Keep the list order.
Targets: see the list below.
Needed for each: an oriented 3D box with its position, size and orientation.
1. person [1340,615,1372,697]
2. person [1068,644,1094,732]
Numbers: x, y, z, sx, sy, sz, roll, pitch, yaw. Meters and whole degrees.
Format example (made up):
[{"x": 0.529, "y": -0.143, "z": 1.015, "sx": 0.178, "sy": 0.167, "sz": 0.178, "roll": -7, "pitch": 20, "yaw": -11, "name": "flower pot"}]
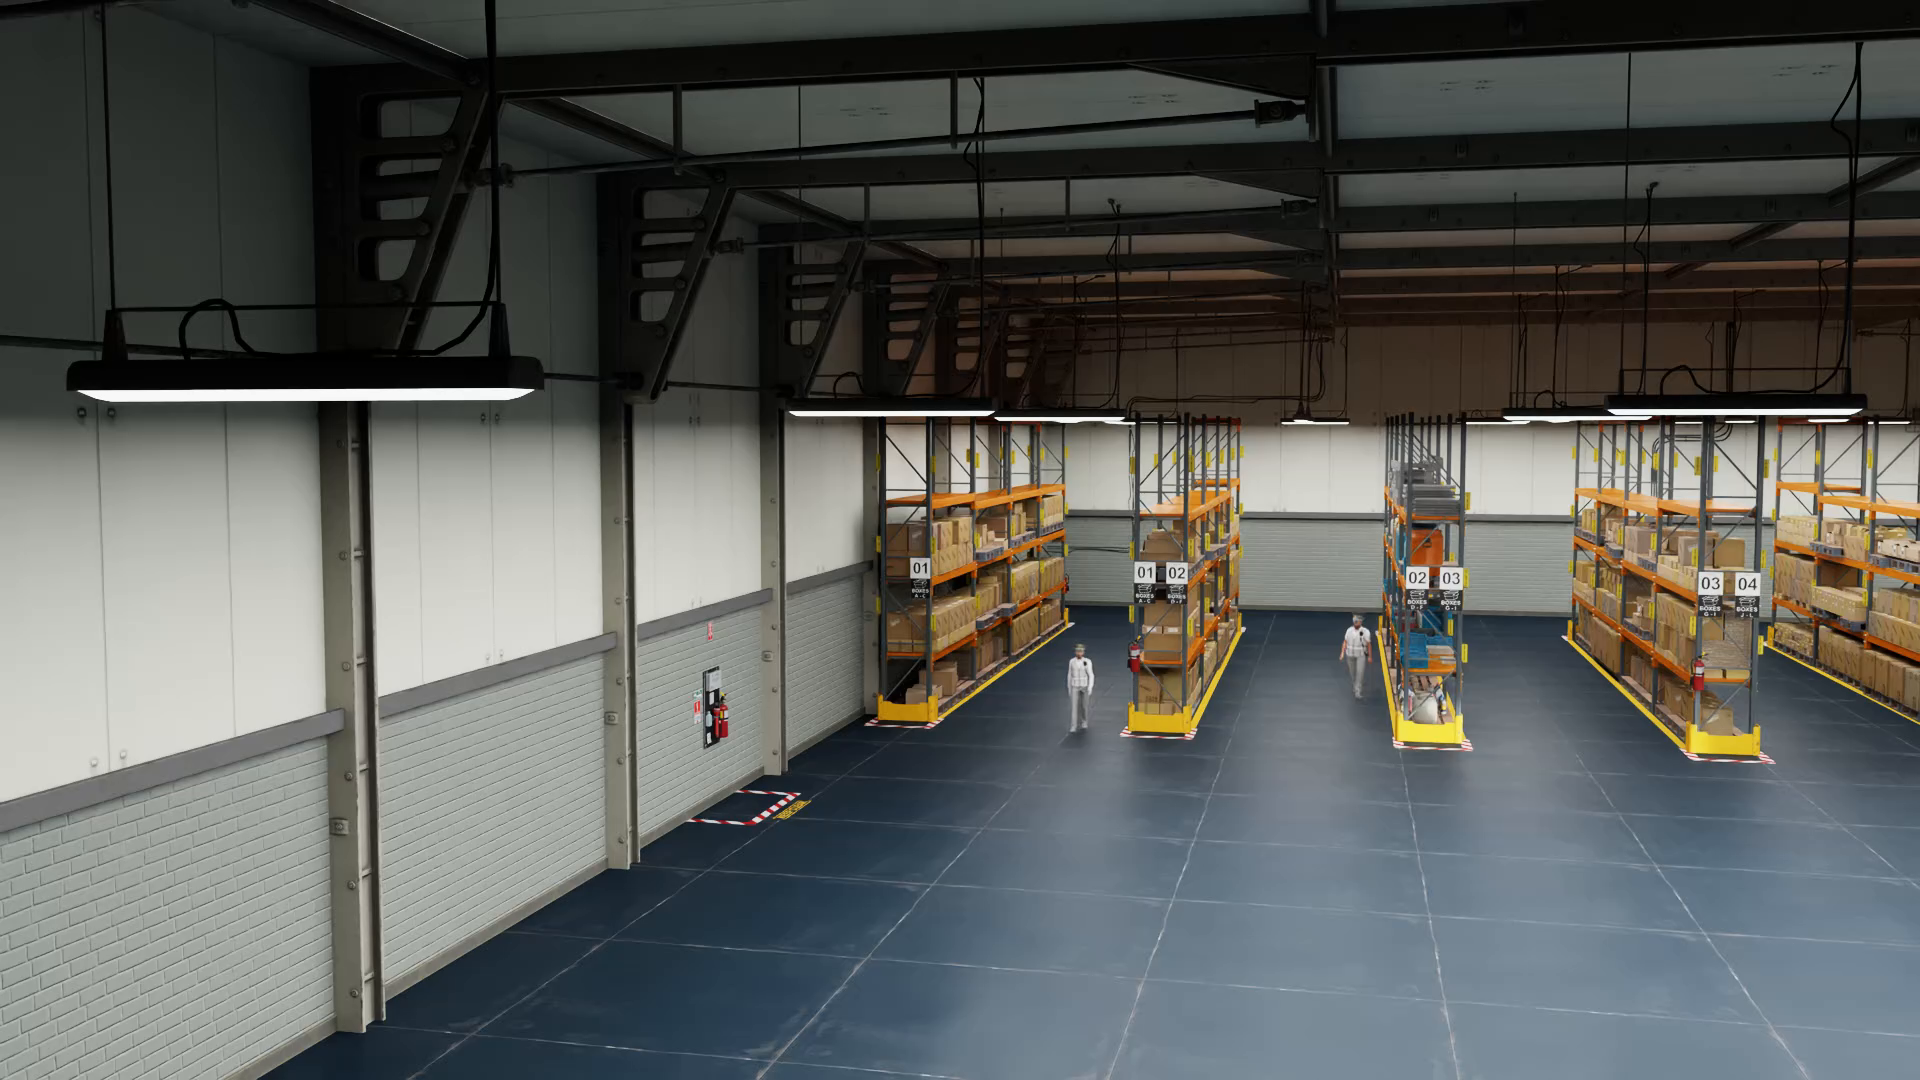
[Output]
[{"x": 8.410, "y": 2.446, "z": 35.401, "sx": 0.643, "sy": 1.698, "sz": 1.043, "roll": 2, "pitch": 4, "yaw": 30, "name": "person"}, {"x": 2.259, "y": 2.769, "z": 31.240, "sx": 0.508, "sy": 1.643, "sz": 0.912, "roll": 1, "pitch": 4, "yaw": 12, "name": "person"}]
